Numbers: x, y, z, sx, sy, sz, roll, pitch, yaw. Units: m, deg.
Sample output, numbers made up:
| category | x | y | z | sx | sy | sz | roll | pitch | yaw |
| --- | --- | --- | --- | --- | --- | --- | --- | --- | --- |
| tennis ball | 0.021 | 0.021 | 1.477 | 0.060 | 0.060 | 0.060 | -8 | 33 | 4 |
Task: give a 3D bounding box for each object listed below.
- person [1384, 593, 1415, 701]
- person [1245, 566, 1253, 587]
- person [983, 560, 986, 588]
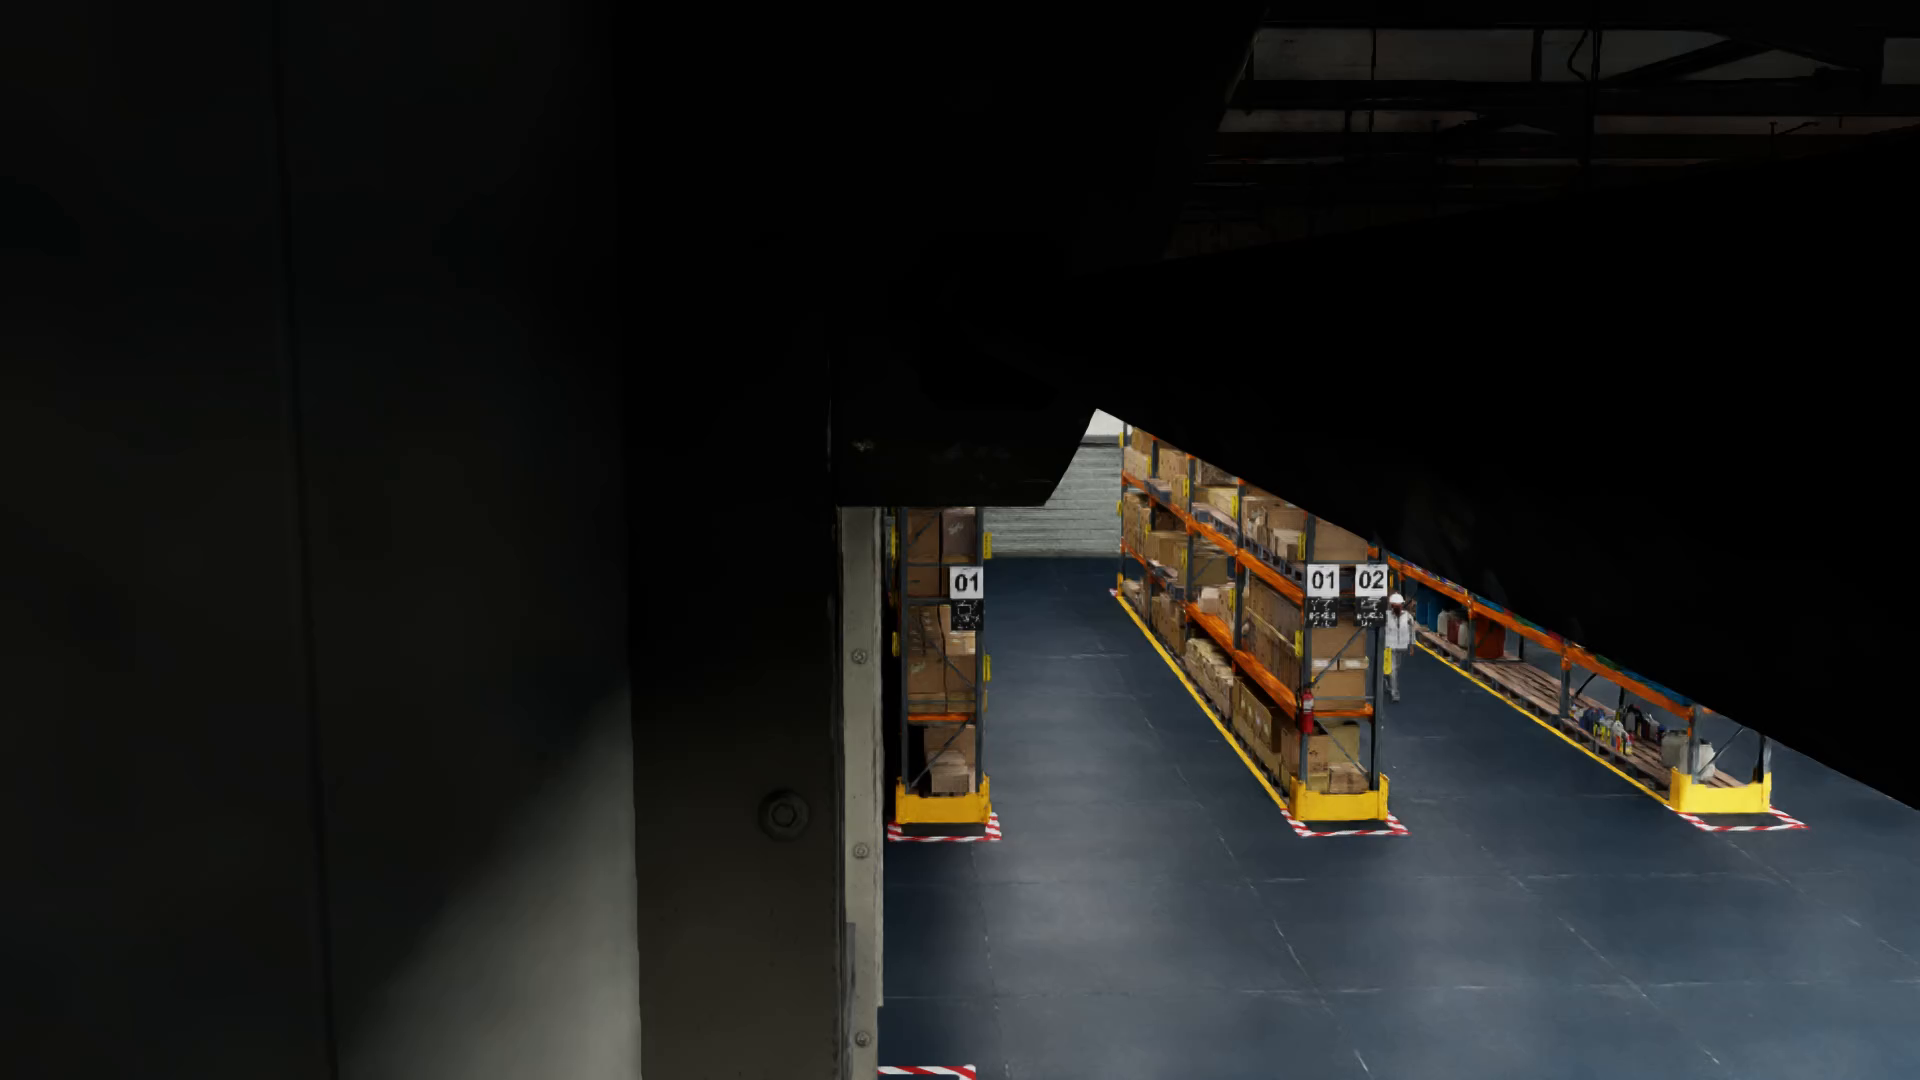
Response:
| category | x | y | z | sx | sy | sz | roll | pitch | yaw |
| --- | --- | --- | --- | --- | --- | --- | --- | --- | --- |
| person | 7.071 | 1.704 | 26.931 | 0.555 | 1.725 | 1.029 | 0 | 8 | -3 |
| person | 6.535 | 0.292 | 37.340 | 0.481 | 1.583 | 1.093 | -1 | 8 | -5 |
| person | 0.278 | 0.195 | 37.518 | 0.528 | 1.727 | 1.030 | -2 | 8 | -11 |
